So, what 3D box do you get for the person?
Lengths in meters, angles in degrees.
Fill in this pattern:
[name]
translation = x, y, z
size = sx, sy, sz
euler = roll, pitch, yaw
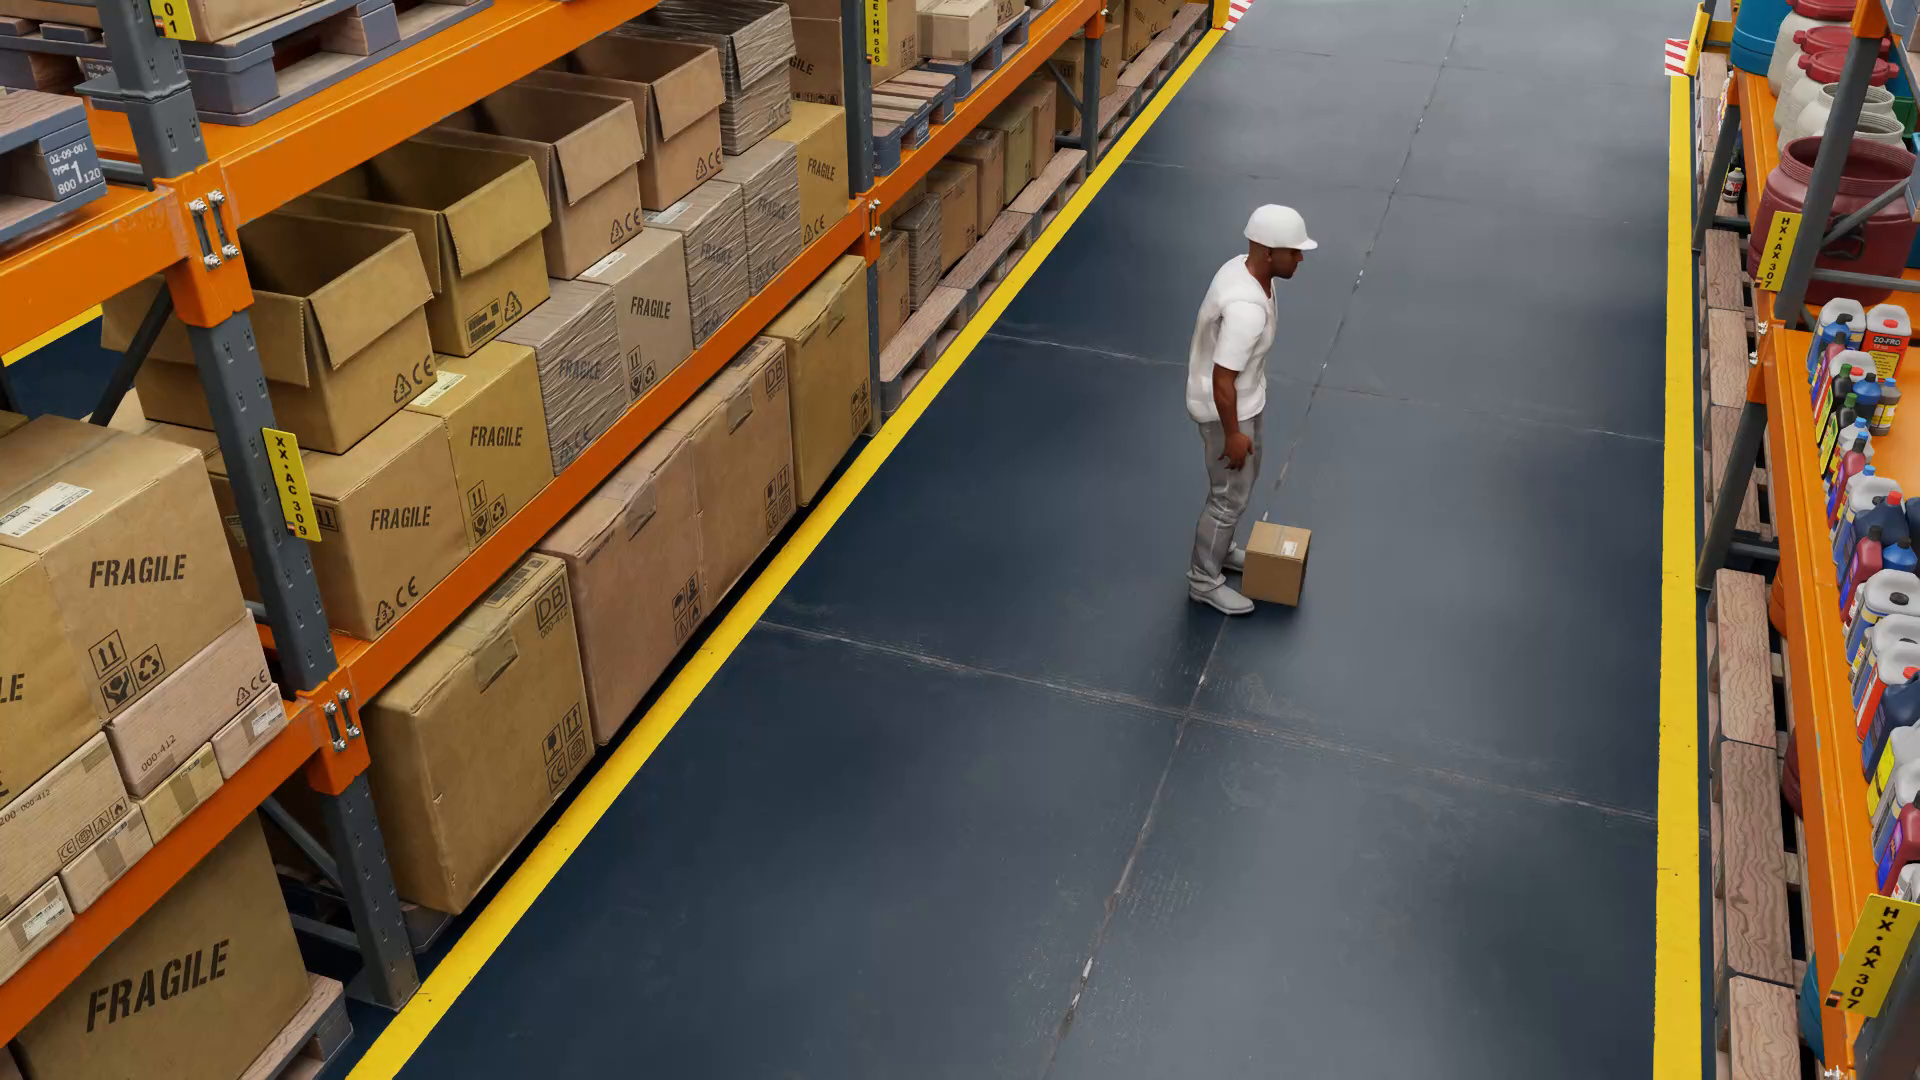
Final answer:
[person]
translation = 1.181, -0.567, 6.995
size = 0.461, 1.759, 0.631
euler = 9, 34, 13
